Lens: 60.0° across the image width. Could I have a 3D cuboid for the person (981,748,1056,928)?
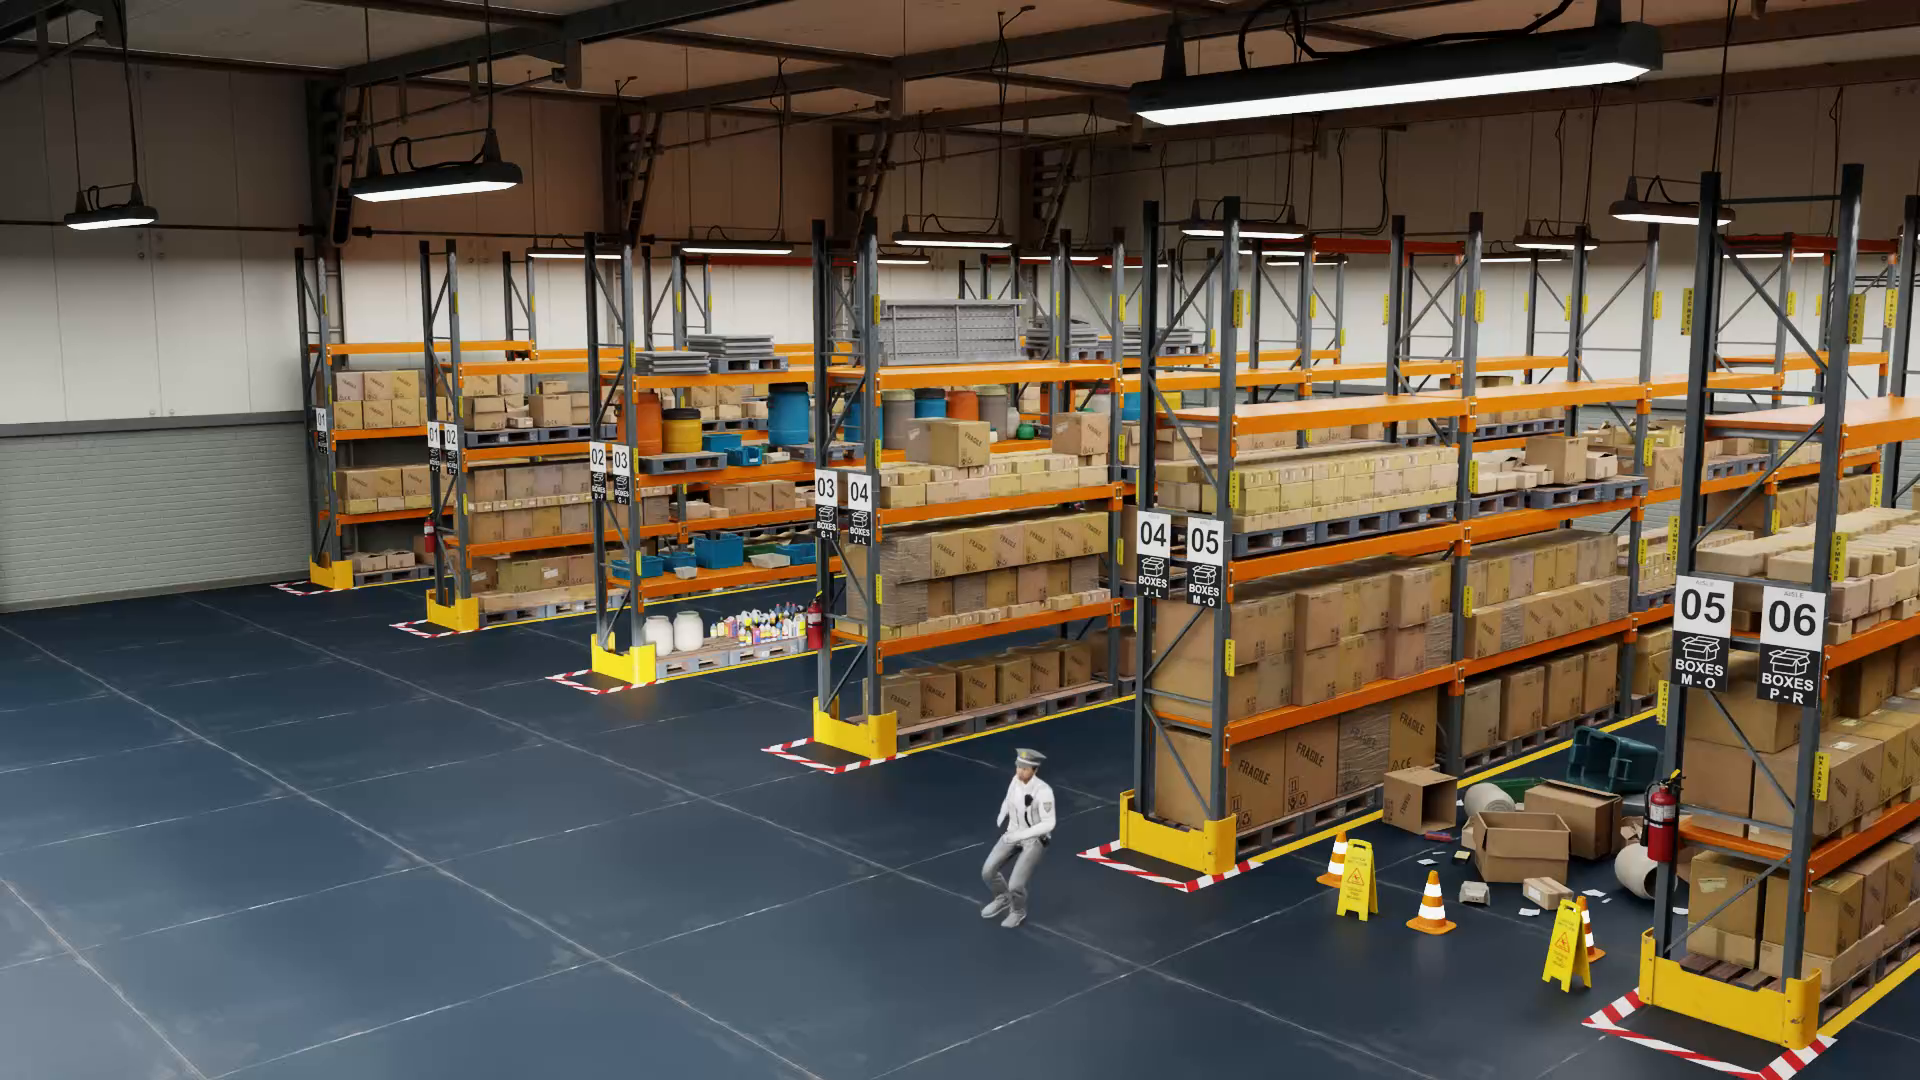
[{"bbox_3d":[0.459,2.444,13.491,0.782,1.602,0.618,6,11,37],"label":"person"}]
